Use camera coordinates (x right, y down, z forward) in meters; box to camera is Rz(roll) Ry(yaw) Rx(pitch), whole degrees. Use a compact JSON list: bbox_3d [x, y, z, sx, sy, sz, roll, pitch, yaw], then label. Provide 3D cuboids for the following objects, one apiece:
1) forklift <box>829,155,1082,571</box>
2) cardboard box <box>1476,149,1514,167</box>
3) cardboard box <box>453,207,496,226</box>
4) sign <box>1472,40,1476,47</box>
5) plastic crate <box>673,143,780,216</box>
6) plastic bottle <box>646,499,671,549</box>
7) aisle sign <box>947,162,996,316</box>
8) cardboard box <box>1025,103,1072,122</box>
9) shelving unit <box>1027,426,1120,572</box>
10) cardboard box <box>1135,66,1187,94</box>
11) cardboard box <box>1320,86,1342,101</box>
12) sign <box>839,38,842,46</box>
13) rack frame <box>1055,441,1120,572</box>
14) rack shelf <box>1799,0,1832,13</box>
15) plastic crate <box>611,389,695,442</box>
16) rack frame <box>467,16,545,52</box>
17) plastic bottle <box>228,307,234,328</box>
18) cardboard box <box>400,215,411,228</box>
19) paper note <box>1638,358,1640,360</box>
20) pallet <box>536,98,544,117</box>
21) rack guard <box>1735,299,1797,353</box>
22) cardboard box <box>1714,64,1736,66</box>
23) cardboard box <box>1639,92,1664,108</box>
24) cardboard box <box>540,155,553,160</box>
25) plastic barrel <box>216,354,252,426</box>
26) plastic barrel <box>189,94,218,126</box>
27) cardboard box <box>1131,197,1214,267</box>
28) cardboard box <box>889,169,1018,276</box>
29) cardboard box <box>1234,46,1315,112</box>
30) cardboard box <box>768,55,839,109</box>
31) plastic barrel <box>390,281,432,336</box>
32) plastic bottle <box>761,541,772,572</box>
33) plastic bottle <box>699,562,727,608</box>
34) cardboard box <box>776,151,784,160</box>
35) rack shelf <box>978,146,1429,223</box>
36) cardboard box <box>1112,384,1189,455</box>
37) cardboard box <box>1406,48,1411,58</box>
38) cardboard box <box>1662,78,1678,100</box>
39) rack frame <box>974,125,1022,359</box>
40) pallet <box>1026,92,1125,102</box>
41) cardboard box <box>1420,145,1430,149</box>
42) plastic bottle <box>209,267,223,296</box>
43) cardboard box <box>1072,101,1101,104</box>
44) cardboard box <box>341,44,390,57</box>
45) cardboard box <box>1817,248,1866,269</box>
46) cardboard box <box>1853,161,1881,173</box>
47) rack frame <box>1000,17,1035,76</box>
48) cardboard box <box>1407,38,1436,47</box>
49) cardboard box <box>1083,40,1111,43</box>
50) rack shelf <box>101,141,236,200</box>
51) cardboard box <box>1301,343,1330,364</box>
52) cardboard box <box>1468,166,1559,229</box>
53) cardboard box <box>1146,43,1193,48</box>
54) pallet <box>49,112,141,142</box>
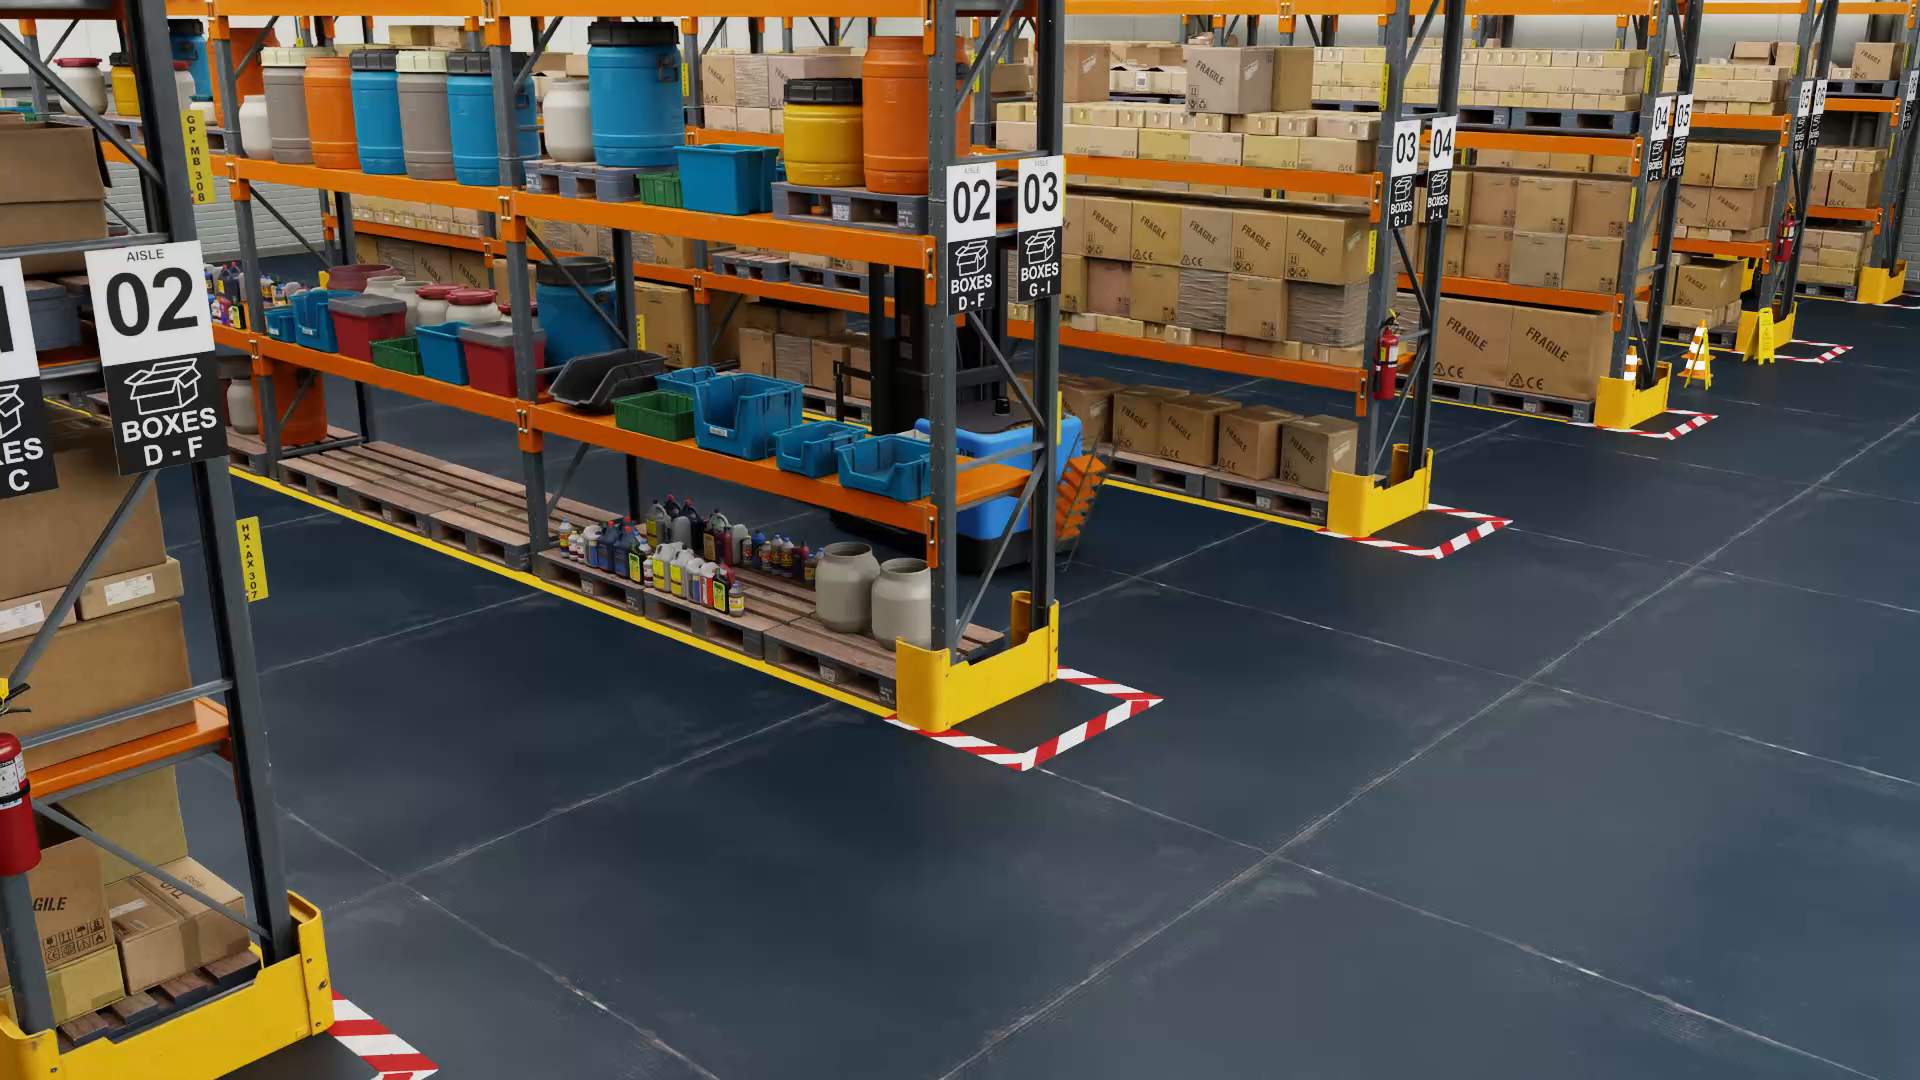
[{"bbox_3d":[-0.401,-1.541,13.123,1.130,2.935,3.031,-14,23,-38],"label":"forklift"},{"bbox_3d":[7.265,-5.164,22.114,0.500,0.500,0.700,15,23,39],"label":"cardboard box"},{"bbox_3d":[-5.986,-4.099,20.825,0.500,0.250,0.500,14,23,38],"label":"cardboard box"},{"bbox_3d":[6.714,-6.373,21.769,0.005,0.325,0.100,15,23,39],"label":"sign"},{"bbox_3d":[-1.420,-2.206,10.172,0.575,0.384,0.392,15,23,39],"label":"plastic crate"},{"bbox_3d":[-2.208,-0.123,12.192,0.185,0.351,0.144,15,23,39],"label":"plastic bottle"},{"bbox_3d":[0.063,-1.627,8.981,0.004,0.787,0.394,15,23,39],"label":"aisle sign"},{"bbox_3d":[0.785,-3.768,14.657,0.250,0.149,0.380,14,22,37],"label":"cardboard box"},{"bbox_3d":[0.811,-0.267,12.020,0.258,1.200,0.189,-15,48,-39],"label":"shelving unit"},{"bbox_3d":[2.413,-5.432,19.599,0.500,0.311,0.500,14,22,37],"label":"cardboard box"},{"bbox_3d":[4.111,-4.851,18.036,0.250,0.149,0.380,15,23,39],"label":"cardboard box"},{"bbox_3d":[-1.748,-7.091,24.033,0.005,0.325,0.100,15,23,39],"label":"sign"},{"bbox_3d":[0.866,-0.211,11.973,0.240,1.200,0.006,-15,48,-39],"label":"rack frame"},{"bbox_3d":[8.576,-6.749,20.695,4.000,0.370,1.077,15,23,39],"label":"rack shelf"},{"bbox_3d":[-1.958,-0.835,11.134,0.662,0.188,0.450,15,23,39],"label":"plastic crate"},{"bbox_3d":[-5.482,-6.859,19.847,0.127,3.000,1.000,15,23,39],"label":"rack frame"},{"bbox_3d":[-6.437,-1.993,14.761,0.097,0.201,0.097,0,18,0],"label":"plastic bottle"},{"bbox_3d":[-7.078,-4.176,21.727,0.250,0.149,0.380,16,23,40],"label":"cardboard box"},{"bbox_3d":[8.043,-2.156,19.856,0.142,0.019,0.148,7,19,21],"label":"paper note"},{"bbox_3d":[-4.763,-5.165,19.785,1.217,0.209,0.805,14,22,37],"label":"pallet"},{"bbox_3d":[10.015,-2.656,20.654,0.348,0.500,1.175,15,23,39],"label":"rack guard"},{"bbox_3d":[9.458,-5.818,20.624,0.250,0.149,0.380,15,23,39],"label":"cardboard box"},{"bbox_3d":[6.818,-4.391,16.586,0.250,0.149,0.380,15,23,40],"label":"cardboard box"},{"bbox_3d":[-4.998,-4.399,20.190,0.637,0.503,0.797,14,23,38],"label":"cardboard box"},{"bbox_3d":[-6.999,-1.448,16.006,0.708,0.588,0.600,15,23,39],"label":"plastic barrel"},{"bbox_3d":[-6.677,-3.822,14.771,0.301,0.262,0.301,0,18,0],"label":"plastic barrel"},{"bbox_3d":[1.800,-2.613,14.076,0.500,0.500,0.500,15,23,39],"label":"cardboard box"},{"bbox_3d":[0.001,-3.070,16.142,1.000,1.000,1.000,15,23,40],"label":"cardboard box"},{"bbox_3d":[2.563,-3.807,13.705,0.500,0.500,0.500,15,23,39],"label":"cardboard box"},{"bbox_3d":[-1.551,-4.557,16.562,0.500,0.500,0.500,14,22,38],"label":"cardboard box"},{"bbox_3d":[-4.551,-1.886,13.911,0.421,0.512,0.421,0,18,0],"label":"plastic barrel"},{"bbox_3d":[-1.348,0.111,11.701,0.097,0.201,0.097,0,18,0],"label":"plastic bottle"},{"bbox_3d":[-1.629,0.293,11.006,0.135,0.276,0.152,15,23,40],"label":"plastic bottle"},{"bbox_3d":[-2.645,-5.800,24.120,0.500,0.500,0.500,14,22,37],"label":"cardboard box"},{"bbox_3d":[1.998,-3.078,14.083,4.000,0.370,1.077,15,23,39],"label":"rack shelf"},{"bbox_3d":[1.724,-1.092,15.033,0.500,0.500,0.500,13,22,34],"label":"cardboard box"},{"bbox_3d":[4.680,-5.079,17.434,0.250,0.149,0.380,15,23,40],"label":"cardboard box"},{"bbox_3d":[8.743,-5.578,20.527,0.500,0.250,0.500,16,24,41],"label":"cardboard box"},{"bbox_3d":[0.502,-2.393,15.693,0.127,3.000,1.000,15,23,39],"label":"rack frame"},{"bbox_3d":[1.395,-5.521,20.901,1.003,0.211,1.213,16,24,42],"label":"pallet"},{"bbox_3d":[6.545,-5.284,23.452,0.500,0.500,0.500,15,23,39],"label":"cardboard box"},{"bbox_3d":[-7.335,-2.565,16.442,0.135,0.276,0.152,15,23,39],"label":"plastic bottle"},{"bbox_3d":[1.076,-3.867,14.968,0.250,0.149,0.380,15,23,40],"label":"cardboard box"},{"bbox_3d":[-7.708,-6.295,22.005,0.500,0.500,0.700,14,22,37],"label":"cardboard box"},{"bbox_3d":[12.792,-4.111,24.130,0.500,0.250,0.500,15,23,39],"label":"cardboard box"},{"bbox_3d":[12.918,-5.319,23.675,0.250,0.149,0.380,15,23,40],"label":"cardboard box"},{"bbox_3d":[0.878,-7.158,20.789,0.127,3.000,1.000,15,23,39],"label":"rack frame"},{"bbox_3d":[7.760,-8.087,27.650,0.500,0.500,0.500,15,23,40],"label":"cardboard box"},{"bbox_3d":[2.702,-9.457,31.921,0.500,0.250,0.500,16,24,41],"label":"cardboard box"},{"bbox_3d":[-7.273,-3.564,15.614,4.000,0.370,1.077,15,23,39],"label":"rack shelf"},{"bbox_3d":[2.957,-1.531,13.393,0.250,0.149,0.380,15,23,39],"label":"cardboard box"},{"bbox_3d":[5.808,-3.594,17.445,0.550,0.550,0.875,15,23,39],"label":"cardboard box"},{"bbox_3d":[3.222,-7.272,25.247,0.500,0.500,0.700,14,22,37],"label":"cardboard box"},{"bbox_3d":[-8.118,-4.083,16.372,1.003,0.211,1.213,15,23,39],"label":"pallet"}]
